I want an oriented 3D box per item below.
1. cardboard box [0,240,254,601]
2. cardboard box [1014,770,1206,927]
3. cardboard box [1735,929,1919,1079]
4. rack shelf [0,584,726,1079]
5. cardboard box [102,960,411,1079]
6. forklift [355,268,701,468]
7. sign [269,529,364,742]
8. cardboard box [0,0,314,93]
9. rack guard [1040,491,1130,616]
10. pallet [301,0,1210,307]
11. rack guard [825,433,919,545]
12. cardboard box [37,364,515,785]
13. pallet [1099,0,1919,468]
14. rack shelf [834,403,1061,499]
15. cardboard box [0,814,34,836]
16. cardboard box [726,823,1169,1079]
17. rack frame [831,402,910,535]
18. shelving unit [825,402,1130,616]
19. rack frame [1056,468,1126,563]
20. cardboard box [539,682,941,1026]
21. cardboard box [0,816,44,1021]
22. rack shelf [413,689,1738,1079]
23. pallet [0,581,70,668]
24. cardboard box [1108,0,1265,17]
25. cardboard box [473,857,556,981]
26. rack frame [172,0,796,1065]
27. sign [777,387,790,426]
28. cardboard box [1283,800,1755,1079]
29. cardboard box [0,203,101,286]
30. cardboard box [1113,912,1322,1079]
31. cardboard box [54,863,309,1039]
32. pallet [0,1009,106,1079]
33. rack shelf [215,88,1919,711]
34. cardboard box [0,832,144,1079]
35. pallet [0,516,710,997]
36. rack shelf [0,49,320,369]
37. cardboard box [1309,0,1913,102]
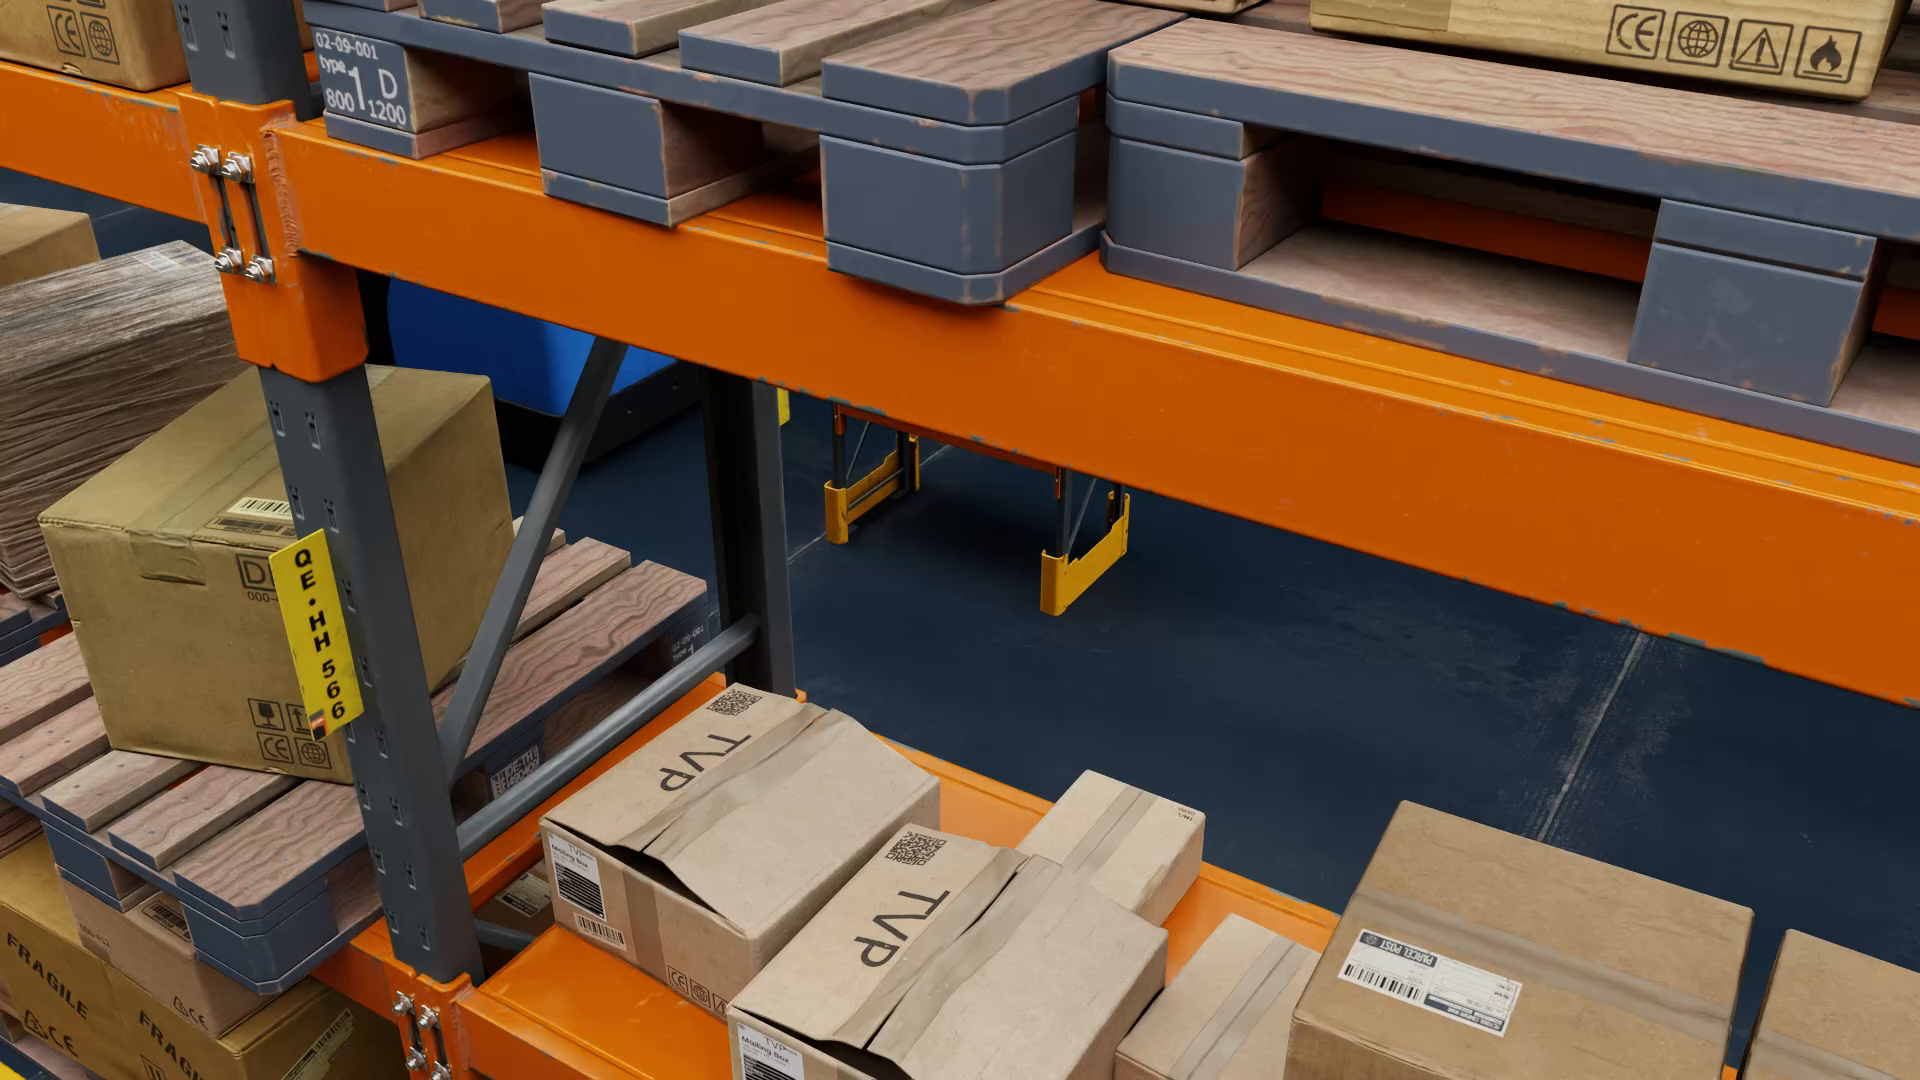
[{"bbox_3d":[-1.931,-0.297,3.766,0.500,0.500,0.700,25,39,36],"label":"cardboard box"},{"bbox_3d":[0.244,0.606,2.983,0.250,0.149,0.380,18,35,27],"label":"cardboard box"},{"bbox_3d":[1.211,0.915,2.105,0.500,0.500,0.500,18,35,27],"label":"cardboard box"},{"bbox_3d":[-2.359,0.150,4.230,4.000,0.370,1.077,18,35,27],"label":"rack shelf"},{"bbox_3d":[-1.582,1.114,3.908,0.500,0.500,0.500,19,35,29],"label":"cardboard box"},{"bbox_3d":[-2.655,-2.126,7.485,3.031,2.935,1.130,18,35,27],"label":"forklift"},{"bbox_3d":[-0.945,0.143,2.458,0.005,0.325,0.100,18,35,27],"label":"sign"},{"bbox_3d":[-1.052,-1.067,2.525,0.500,0.500,0.910,18,35,27],"label":"cardboard box"},{"bbox_3d":[0.486,0.046,6.423,0.087,0.250,0.587,18,35,27],"label":"rack guard"},{"bbox_3d":[-0.043,-0.696,2.176,1.003,0.211,1.213,19,35,30],"label":"pallet"},{"bbox_3d":[-0.357,-0.221,6.881,0.087,0.250,0.587,18,35,27],"label":"rack guard"},{"bbox_3d":[-1.258,0.030,3.207,0.500,0.500,0.700,6,31,11],"label":"cardboard box"},{"bbox_3d":[0.906,-0.397,1.665,1.213,0.211,1.003,19,35,30],"label":"pallet"},{"bbox_3d":[0.072,-0.470,6.424,1.000,0.185,0.538,18,35,27],"label":"rack shelf"},{"bbox_3d":[-2.500,0.505,4.208,0.500,0.250,0.500,17,34,26],"label":"cardboard box"},{"bbox_3d":[-0.010,0.736,2.601,0.500,0.311,0.500,17,34,27],"label":"cardboard box"},{"bbox_3d":[-0.358,-0.761,6.566,0.032,1.500,0.500,18,35,27],"label":"rack frame"},{"bbox_3d":[0.065,-0.627,6.337,1.083,1.500,0.587,18,35,27],"label":"shelving unit"},{"bbox_3d":[0.503,-0.489,6.099,0.032,1.500,0.500,18,35,27],"label":"rack frame"},{"bbox_3d":[-0.380,0.529,2.954,0.500,0.311,0.500,20,36,30],"label":"cardboard box"},{"bbox_3d":[-2.468,0.837,4.382,0.500,0.500,0.500,16,34,26],"label":"cardboard box"},{"bbox_3d":[1.029,1.221,2.394,4.000,0.370,1.077,18,35,27],"label":"rack shelf"},{"bbox_3d":[-2.314,-0.061,4.069,1.213,0.211,1.003,18,35,27],"label":"pallet"},{"bbox_3d":[0.203,-0.807,1.912,0.500,0.250,0.500,19,35,29],"label":"cardboard box"},{"bbox_3d":[-0.898,1.021,4.068,0.500,0.500,0.500,19,35,29],"label":"cardboard box"},{"bbox_3d":[-0.667,0.376,3.128,0.053,2.616,0.949,18,35,27],"label":"rack frame"},{"bbox_3d":[-0.373,-0.363,3.247,0.005,0.325,0.100,18,35,27],"label":"sign"},{"bbox_3d":[0.765,0.774,2.347,0.500,0.500,0.500,16,34,25],"label":"cardboard box"},{"bbox_3d":[-2.524,-0.474,4.070,0.500,0.500,0.700,9,31,15],"label":"cardboard box"},{"bbox_3d":[0.445,0.801,2.650,0.250,0.149,0.380,20,36,31],"label":"cardboard box"},{"bbox_3d":[-1.632,0.777,3.741,0.500,0.250,0.500,19,35,29],"label":"cardboard box"},{"bbox_3d":[-2.306,1.036,4.765,1.213,0.211,1.003,18,35,27],"label":"pallet"},{"bbox_3d":[1.029,-0.074,1.638,4.000,0.370,1.077,18,35,27],"label":"rack shelf"},{"bbox_3d":[-2.020,0.975,4.145,0.500,0.500,0.500,16,34,26],"label":"cardboard box"},{"bbox_3d":[-1.276,0.306,3.439,1.003,0.211,1.213,18,35,27],"label":"pallet"},{"bbox_3d":[-2.359,-1.146,3.475,4.000,0.370,1.077,18,35,27],"label":"rack shelf"},{"bbox_3d":[0.681,-0.649,1.641,0.500,0.250,0.500,17,34,26],"label":"cardboard box"}]
